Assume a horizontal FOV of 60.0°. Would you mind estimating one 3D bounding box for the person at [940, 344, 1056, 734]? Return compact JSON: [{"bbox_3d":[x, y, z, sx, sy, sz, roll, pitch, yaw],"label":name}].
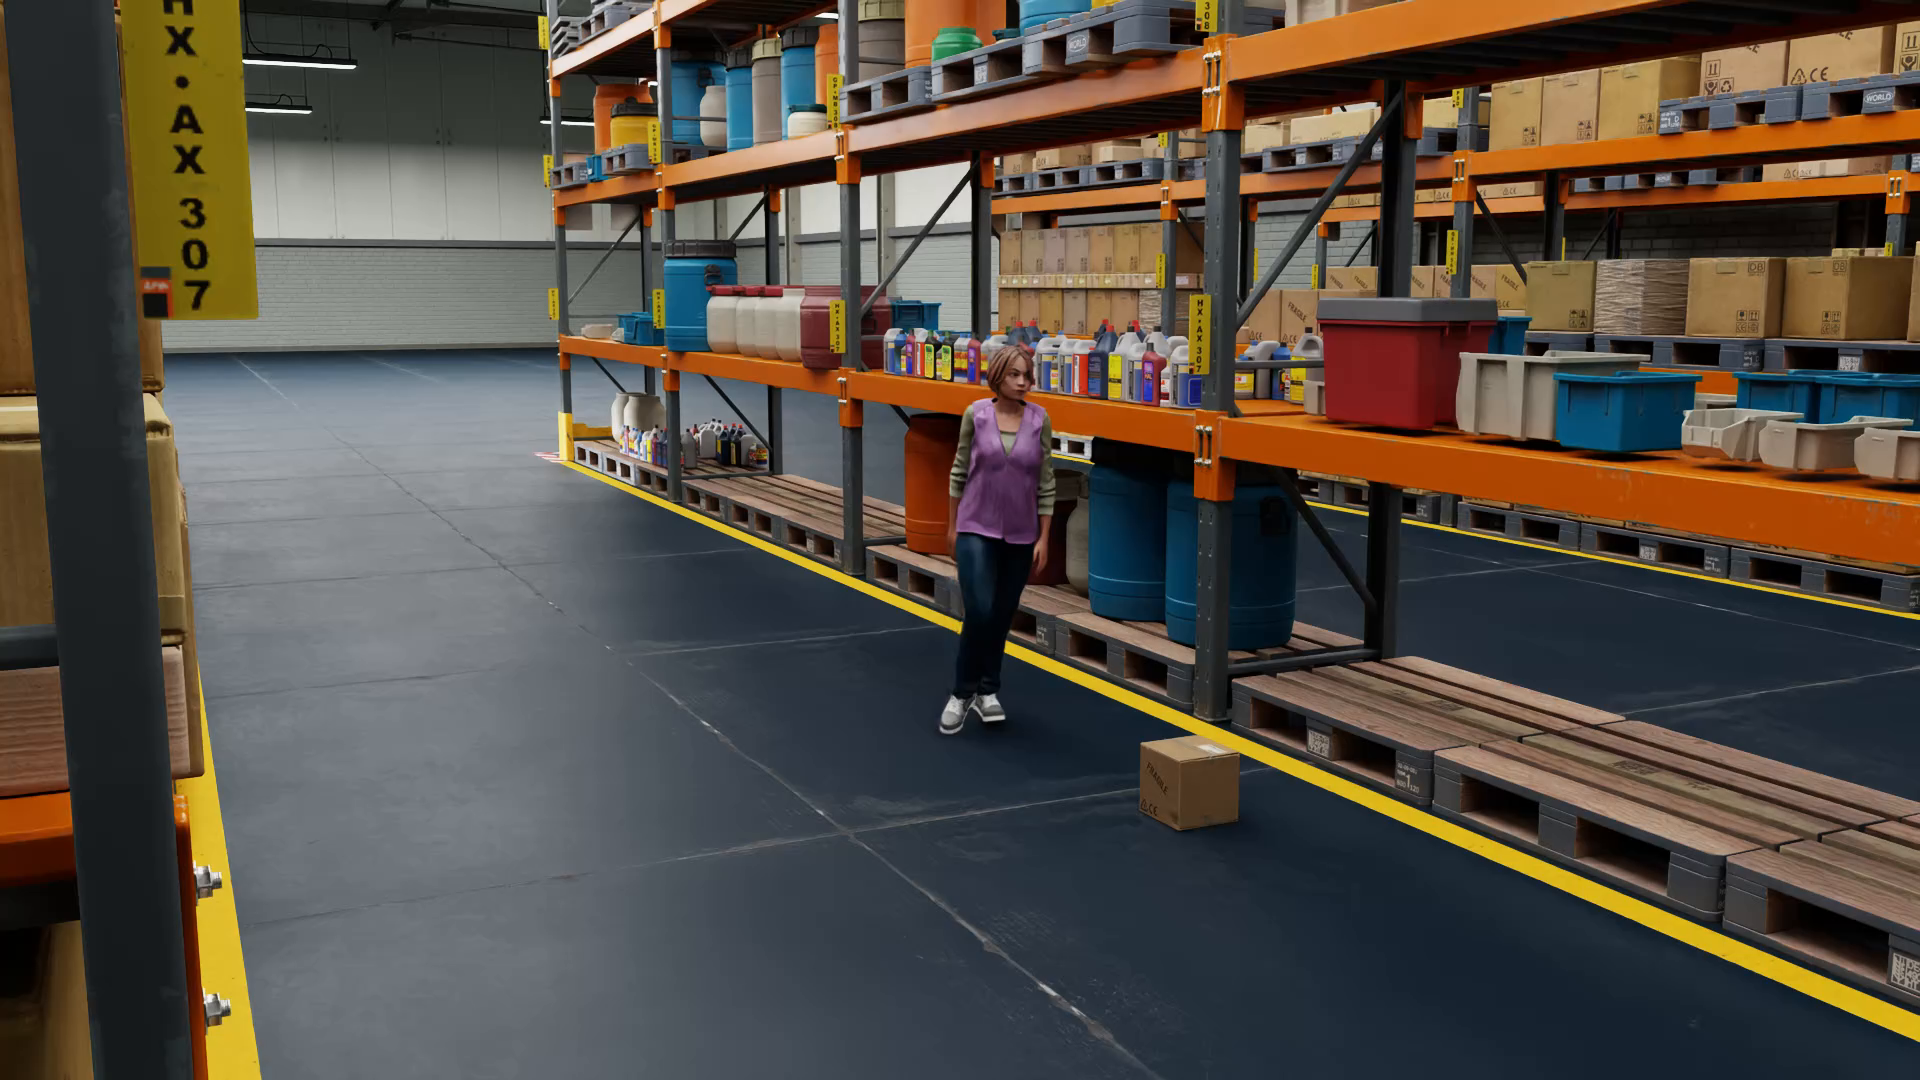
[{"bbox_3d":[0.133,-0.012,6.823,0.482,1.581,0.506,-2,9,-13],"label":"person"}]
